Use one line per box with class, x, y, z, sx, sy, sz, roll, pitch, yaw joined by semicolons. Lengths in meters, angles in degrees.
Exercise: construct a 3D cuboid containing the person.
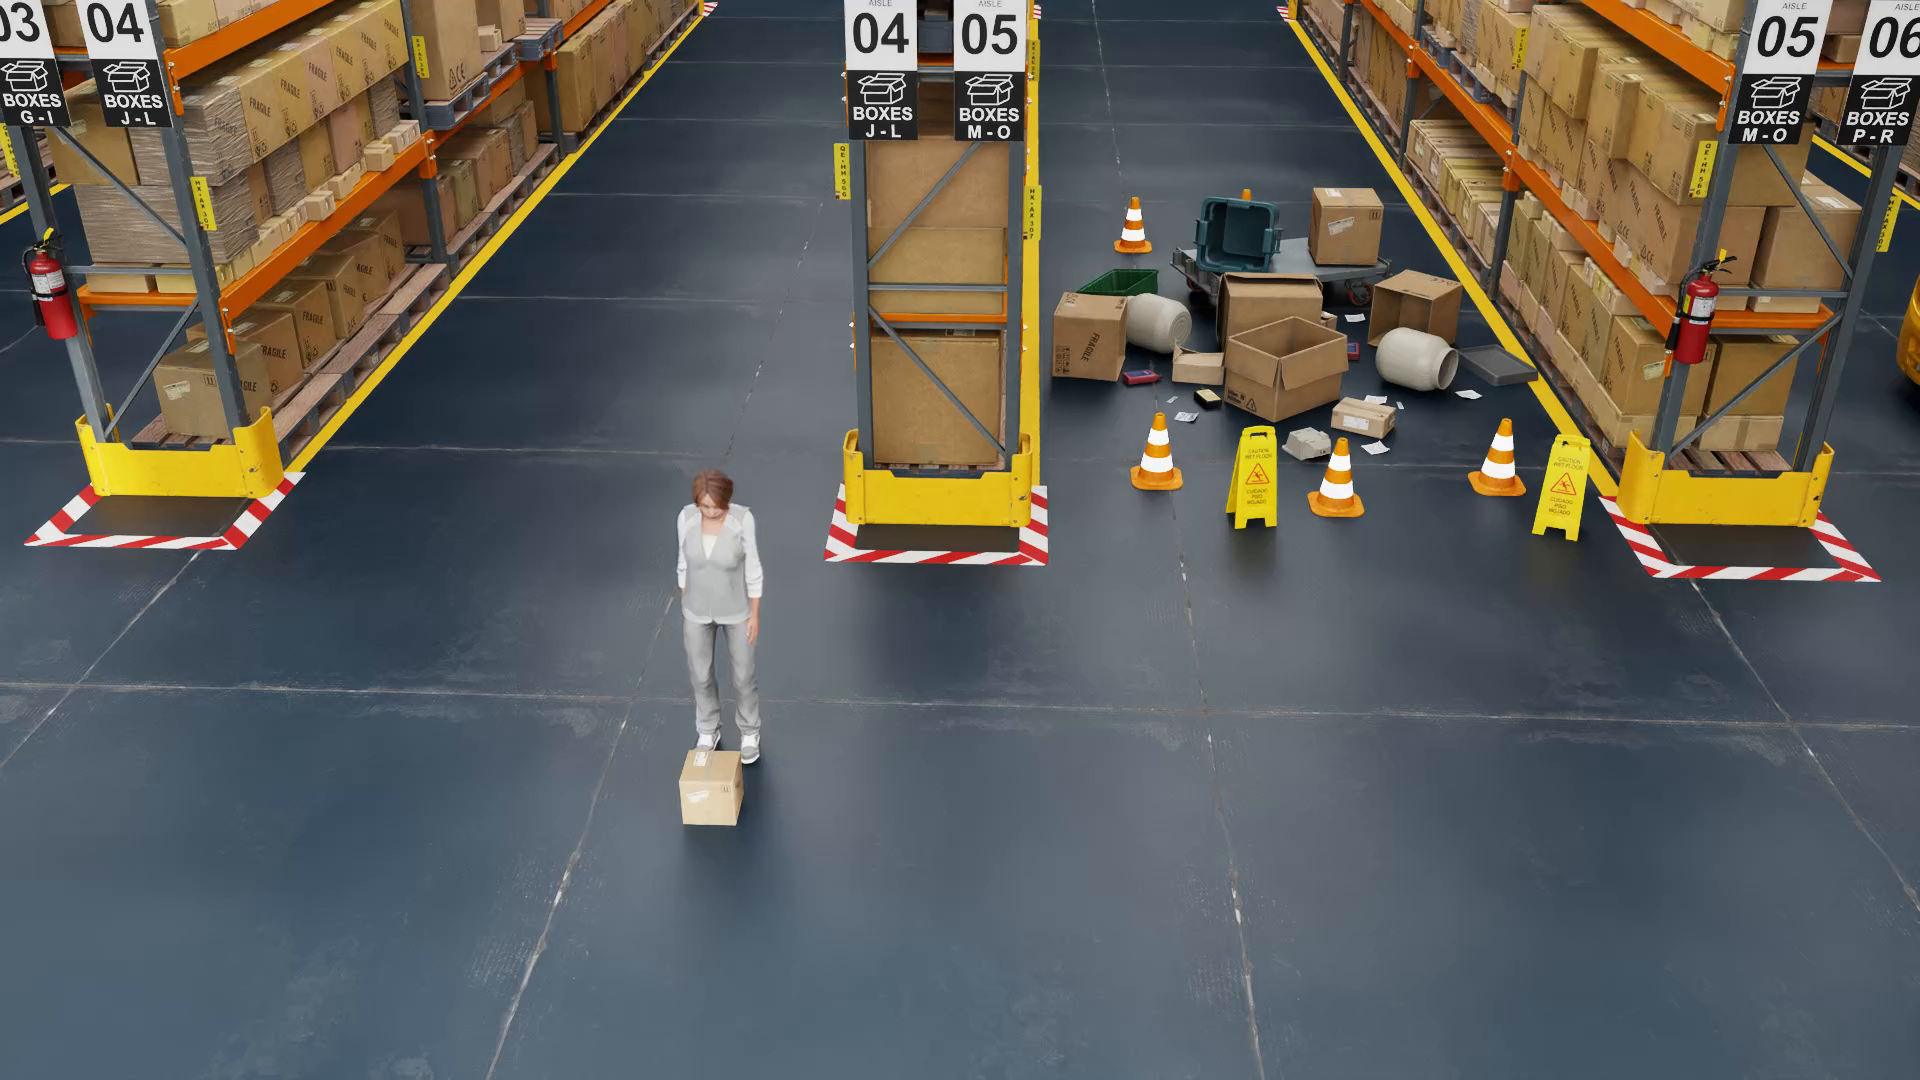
person;-1.134;0.362;7.992;0.409;1.576;0.300;2;28;3
